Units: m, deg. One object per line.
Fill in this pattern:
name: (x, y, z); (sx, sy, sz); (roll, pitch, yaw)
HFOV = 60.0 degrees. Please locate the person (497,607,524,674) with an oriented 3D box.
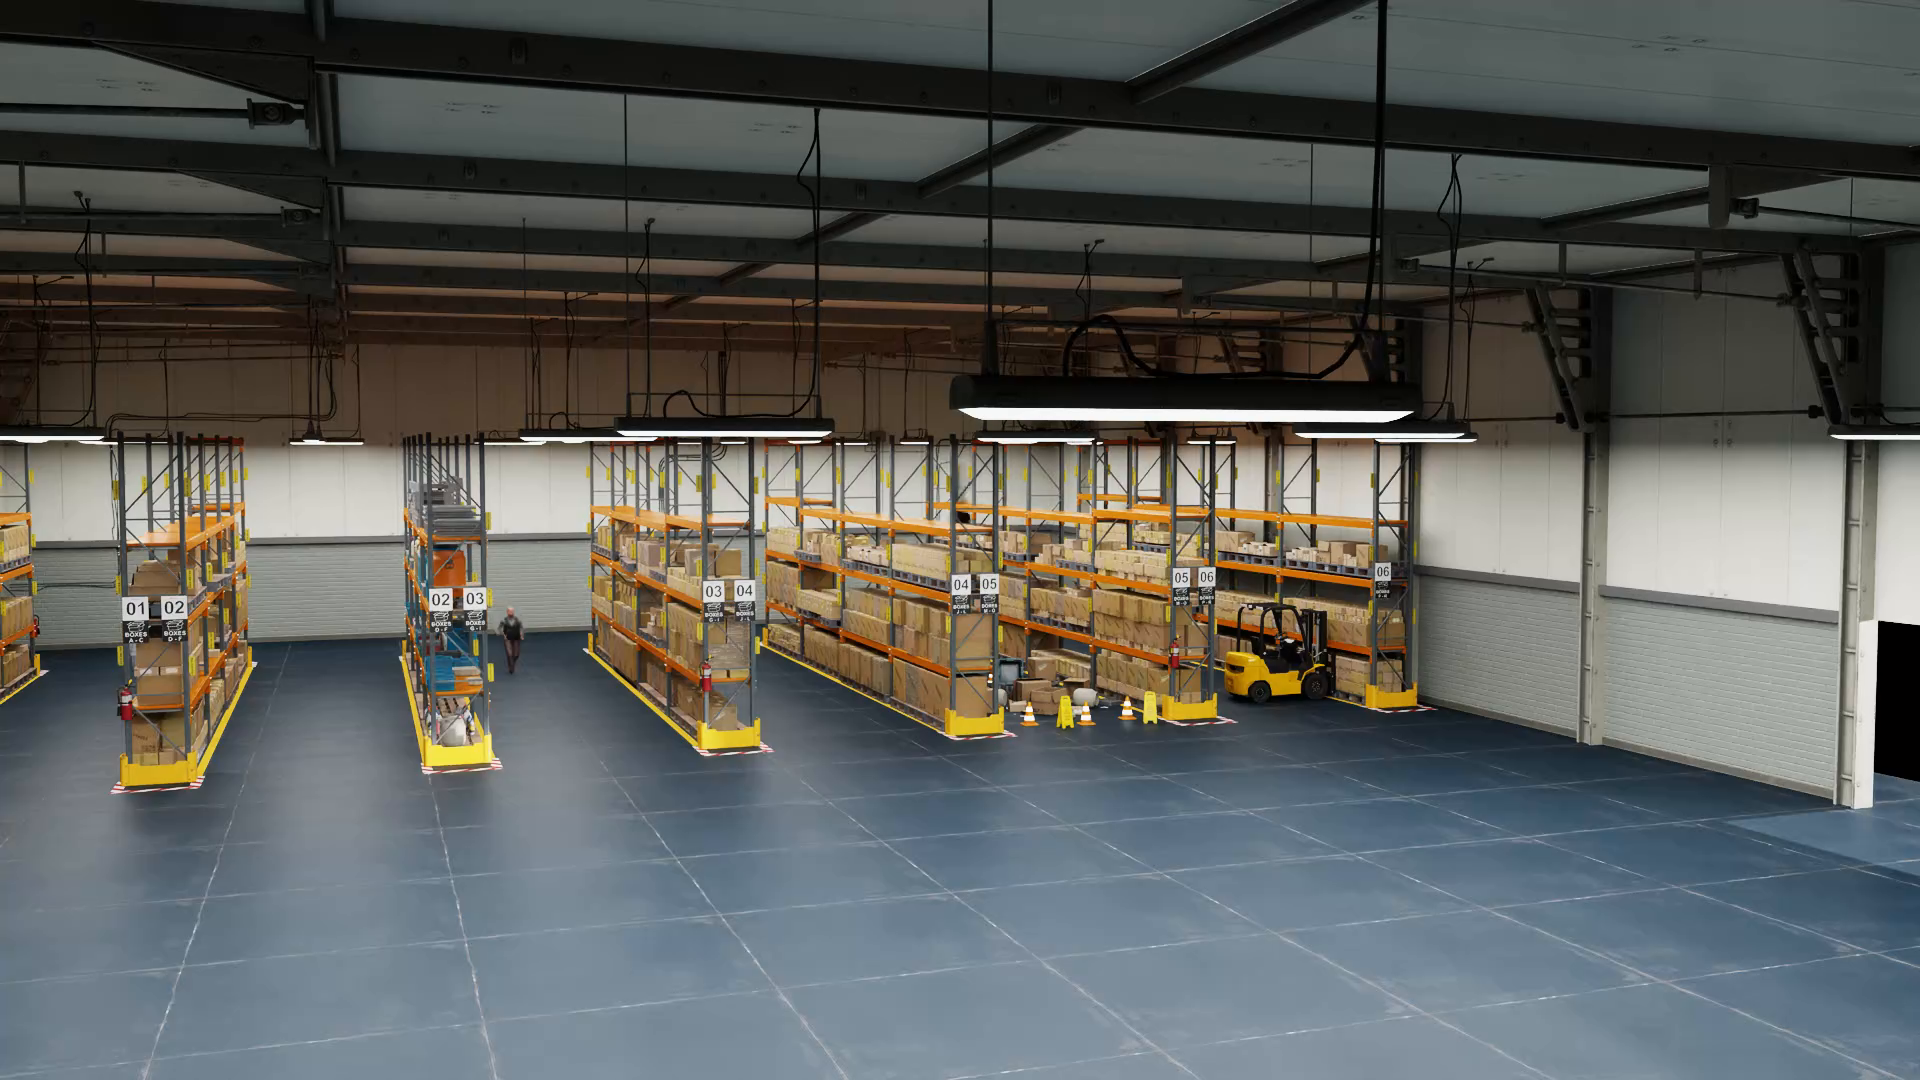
person: (-11.418, 2.551, 42.285); (0.660, 1.684, 0.599); (-1, 3, -23)

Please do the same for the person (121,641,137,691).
person: (-19.038, 2.689, 38.462); (0.646, 1.809, 0.796); (-1, 3, -25)

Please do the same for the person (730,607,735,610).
person: (-6.616, 2.307, 47.327); (0.577, 1.660, 0.680); (0, 3, -7)

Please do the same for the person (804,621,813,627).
person: (-4.594, 2.251, 49.529); (0.758, 1.485, 0.552); (2, 4, 30)
